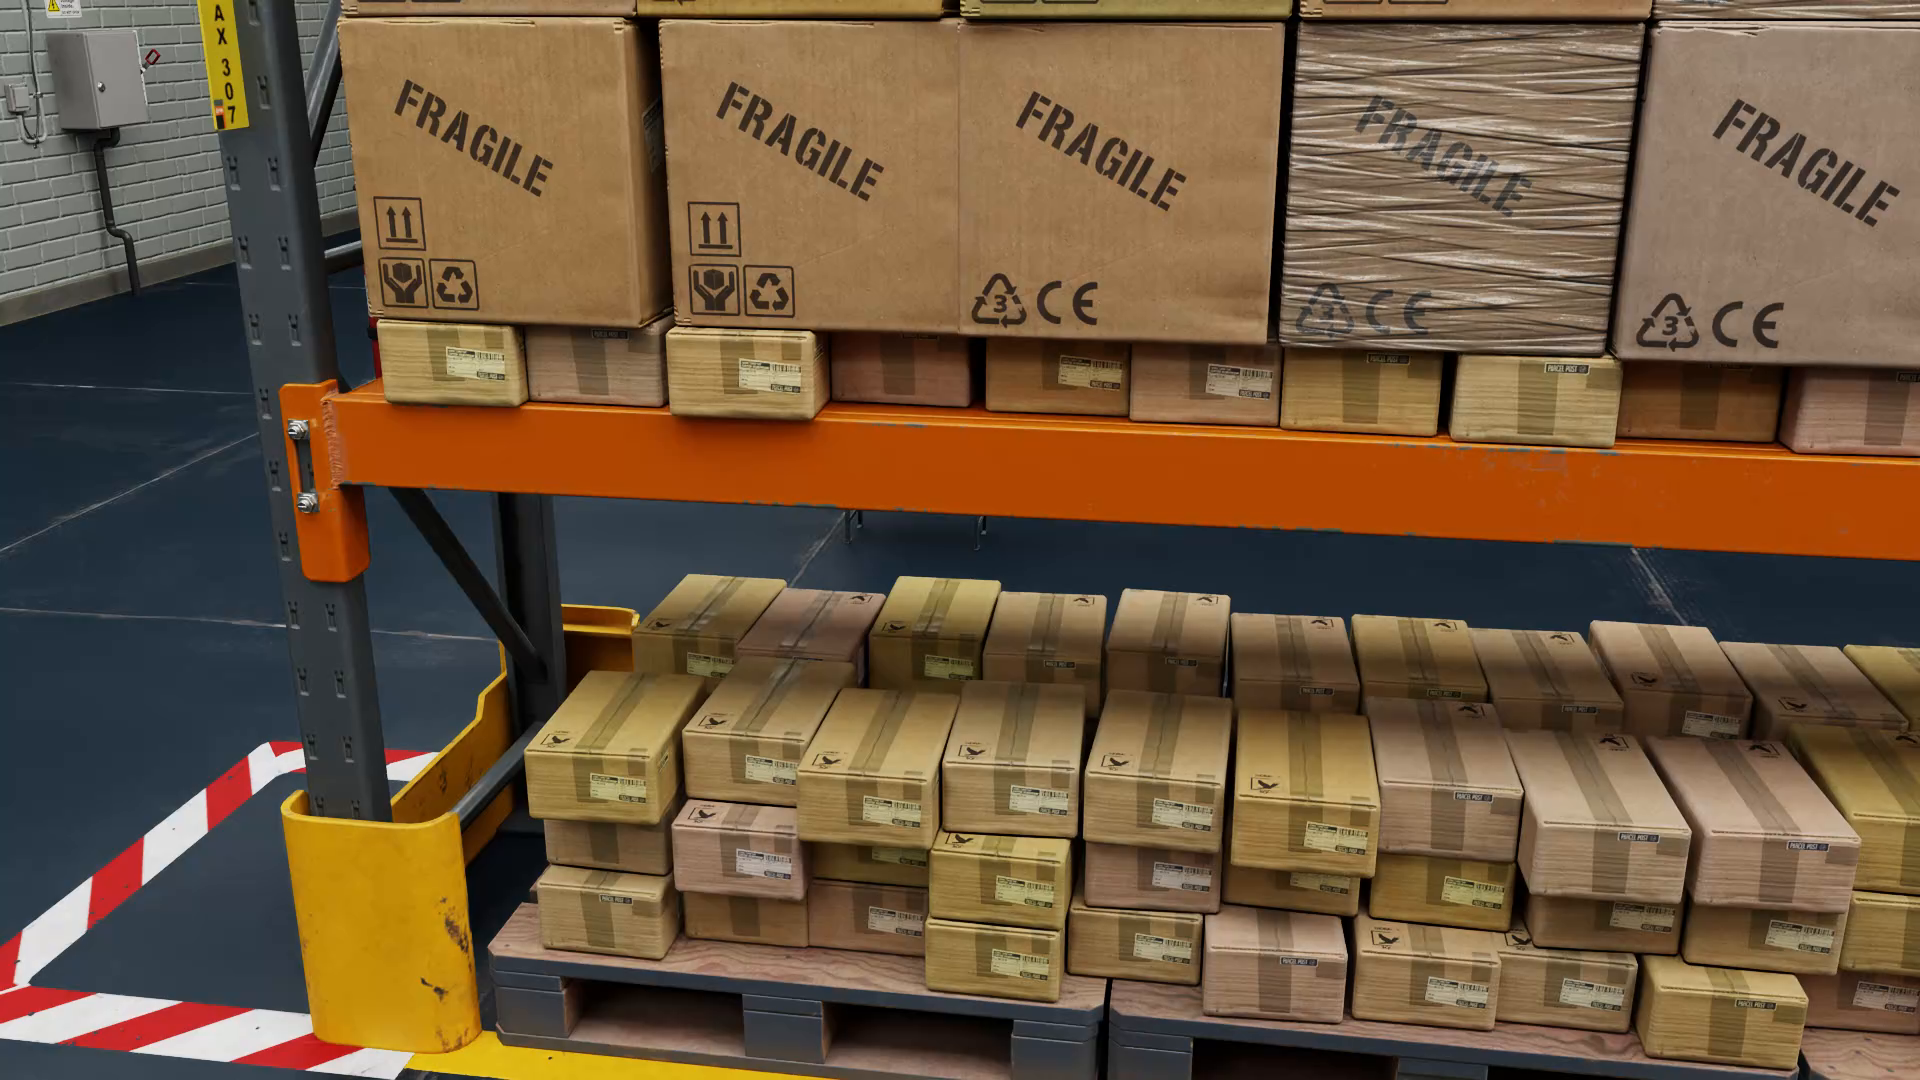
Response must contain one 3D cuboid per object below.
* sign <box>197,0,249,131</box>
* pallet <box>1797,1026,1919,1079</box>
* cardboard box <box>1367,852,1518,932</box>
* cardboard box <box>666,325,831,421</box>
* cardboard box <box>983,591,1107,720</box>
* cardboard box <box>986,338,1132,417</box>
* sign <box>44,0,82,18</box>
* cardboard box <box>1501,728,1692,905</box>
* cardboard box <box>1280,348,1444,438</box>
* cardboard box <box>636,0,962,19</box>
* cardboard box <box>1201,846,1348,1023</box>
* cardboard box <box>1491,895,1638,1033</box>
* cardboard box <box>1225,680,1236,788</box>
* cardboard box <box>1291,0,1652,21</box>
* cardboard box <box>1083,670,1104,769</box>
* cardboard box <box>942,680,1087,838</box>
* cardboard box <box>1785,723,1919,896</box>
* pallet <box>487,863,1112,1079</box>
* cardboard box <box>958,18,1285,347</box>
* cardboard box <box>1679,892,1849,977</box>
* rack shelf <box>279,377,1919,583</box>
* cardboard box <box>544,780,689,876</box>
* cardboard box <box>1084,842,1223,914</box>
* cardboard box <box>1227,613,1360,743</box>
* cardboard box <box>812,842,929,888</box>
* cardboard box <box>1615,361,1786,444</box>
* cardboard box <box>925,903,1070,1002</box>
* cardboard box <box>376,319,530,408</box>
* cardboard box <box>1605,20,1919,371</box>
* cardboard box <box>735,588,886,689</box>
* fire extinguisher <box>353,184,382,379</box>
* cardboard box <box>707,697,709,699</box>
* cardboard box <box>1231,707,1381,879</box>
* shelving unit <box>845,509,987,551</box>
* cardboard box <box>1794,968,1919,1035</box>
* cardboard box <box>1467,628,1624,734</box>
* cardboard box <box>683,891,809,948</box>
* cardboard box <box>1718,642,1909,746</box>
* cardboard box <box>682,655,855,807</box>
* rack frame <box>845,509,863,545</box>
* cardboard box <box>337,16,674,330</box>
[{"bbox_3d":[-1.215,-0.843,2.730,0.005,0.325,0.100,3,19,9],"label":"sign"},{"bbox_3d":[2.151,0.899,3.284,1.213,0.211,1.003,3,19,9],"label":"pallet"},{"bbox_3d":[0.917,0.580,3.203,0.250,0.149,0.380,4,19,11],"label":"cardboard box"},{"bbox_3d":[-0.346,-0.334,2.969,0.250,0.149,0.380,2,19,7],"label":"cardboard box"},{"bbox_3d":[0.194,0.253,3.714,0.250,0.149,0.380,2,19,6],"label":"cardboard box"},{"bbox_3d":[0.195,-0.342,2.995,0.250,0.149,0.380,3,19,8],"label":"cardboard box"},{"bbox_3d":[-5.751,-3.470,10.645,0.001,0.242,0.339,3,19,9],"label":"sign"},{"bbox_3d":[1.128,0.491,3.002,0.250,0.149,0.380,2,19,7],"label":"cardboard box"},{"bbox_3d":[0.687,-0.301,2.873,0.250,0.149,0.380,4,19,11],"label":"cardboard box"},{"bbox_3d":[-0.229,-1.136,2.768,0.500,0.500,0.500,3,19,10],"label":"cardboard box"},{"bbox_3d":[0.589,0.745,3.180,0.250,0.149,0.380,2,19,6],"label":"cardboard box"},{"bbox_3d":[1.110,0.753,3.157,0.250,0.149,0.380,3,19,10],"label":"cardboard box"},{"bbox_3d":[0.714,0.413,3.703,0.250,0.149,0.380,4,19,11],"label":"cardboard box"},{"bbox_3d":[0.785,-1.078,2.595,0.500,0.500,0.500,2,19,7],"label":"cardboard box"},{"bbox_3d":[0.200,0.418,3.688,0.250,0.149,0.380,3,19,8],"label":"cardboard box"},{"bbox_3d":[0.112,0.417,3.223,0.250,0.149,0.380,2,19,6],"label":"cardboard box"},{"bbox_3d":[1.678,0.485,3.019,0.250,0.149,0.380,4,19,10],"label":"cardboard box"},{"bbox_3d":[-0.258,0.776,3.651,1.213,0.211,1.003,3,19,9],"label":"pallet"},{"bbox_3d":[0.284,-0.634,2.844,0.500,0.500,0.500,3,19,9],"label":"cardboard box"},{"bbox_3d":[1.435,0.627,3.064,0.250,0.149,0.380,3,19,10],"label":"cardboard box"},{"bbox_3d":[0.845,-0.160,3.189,4.000,0.370,1.077,3,19,9],"label":"rack shelf"},{"bbox_3d":[-0.653,0.516,3.395,0.250,0.149,0.380,4,19,11],"label":"cardboard box"},{"bbox_3d":[0.378,0.563,3.255,0.250,0.149,0.380,2,19,6],"label":"cardboard box"},{"bbox_3d":[0.711,0.297,3.583,0.250,0.149,0.380,2,19,7],"label":"cardboard box"},{"bbox_3d":[-0.135,0.532,3.347,0.250,0.149,0.380,3,19,9],"label":"cardboard box"},{"bbox_3d":[1.209,-0.288,2.833,0.250,0.149,0.380,3,19,8],"label":"cardboard box"},{"bbox_3d":[0.090,0.722,3.248,0.250,0.149,0.380,3,19,9],"label":"cardboard box"},{"bbox_3d":[-0.861,-0.364,3.059,0.250,0.149,0.380,3,19,8],"label":"cardboard box"},{"bbox_3d":[1.294,-0.577,2.674,0.500,0.500,0.500,3,19,8],"label":"cardboard box"},{"bbox_3d":[-0.327,0.246,3.733,0.250,0.149,0.380,3,19,10],"label":"cardboard box"},{"bbox_3d":[-1.305,-0.546,3.917,0.183,0.674,0.296,3,19,9],"label":"fire extinguisher"},{"bbox_3d":[-0.563,0.347,3.902,0.250,0.149,0.380,2,19,7],"label":"cardboard box"},{"bbox_3d":[0.637,0.461,3.090,0.250,0.149,0.380,3,19,9],"label":"cardboard box"},{"bbox_3d":[-0.163,-0.577,6.138,0.503,1.200,0.258,3,19,9],"label":"shelving unit"},{"bbox_3d":[1.624,0.755,3.149,0.250,0.149,0.380,2,19,7],"label":"cardboard box"},{"bbox_3d":[1.211,0.326,3.496,0.250,0.149,0.380,2,19,6],"label":"cardboard box"},{"bbox_3d":[-0.391,0.665,3.420,0.250,0.149,0.380,3,19,8],"label":"cardboard box"},{"bbox_3d":[1.732,0.352,3.417,0.250,0.149,0.380,2,19,7],"label":"cardboard box"},{"bbox_3d":[-0.374,0.378,3.341,0.250,0.149,0.380,3,19,10],"label":"cardboard box"},{"bbox_3d":[-0.404,-0.590,6.174,0.015,1.200,0.240,3,19,9],"label":"rack frame"},{"bbox_3d":[-0.730,-0.681,2.986,0.500,0.500,0.500,4,19,11],"label":"cardboard box"}]
